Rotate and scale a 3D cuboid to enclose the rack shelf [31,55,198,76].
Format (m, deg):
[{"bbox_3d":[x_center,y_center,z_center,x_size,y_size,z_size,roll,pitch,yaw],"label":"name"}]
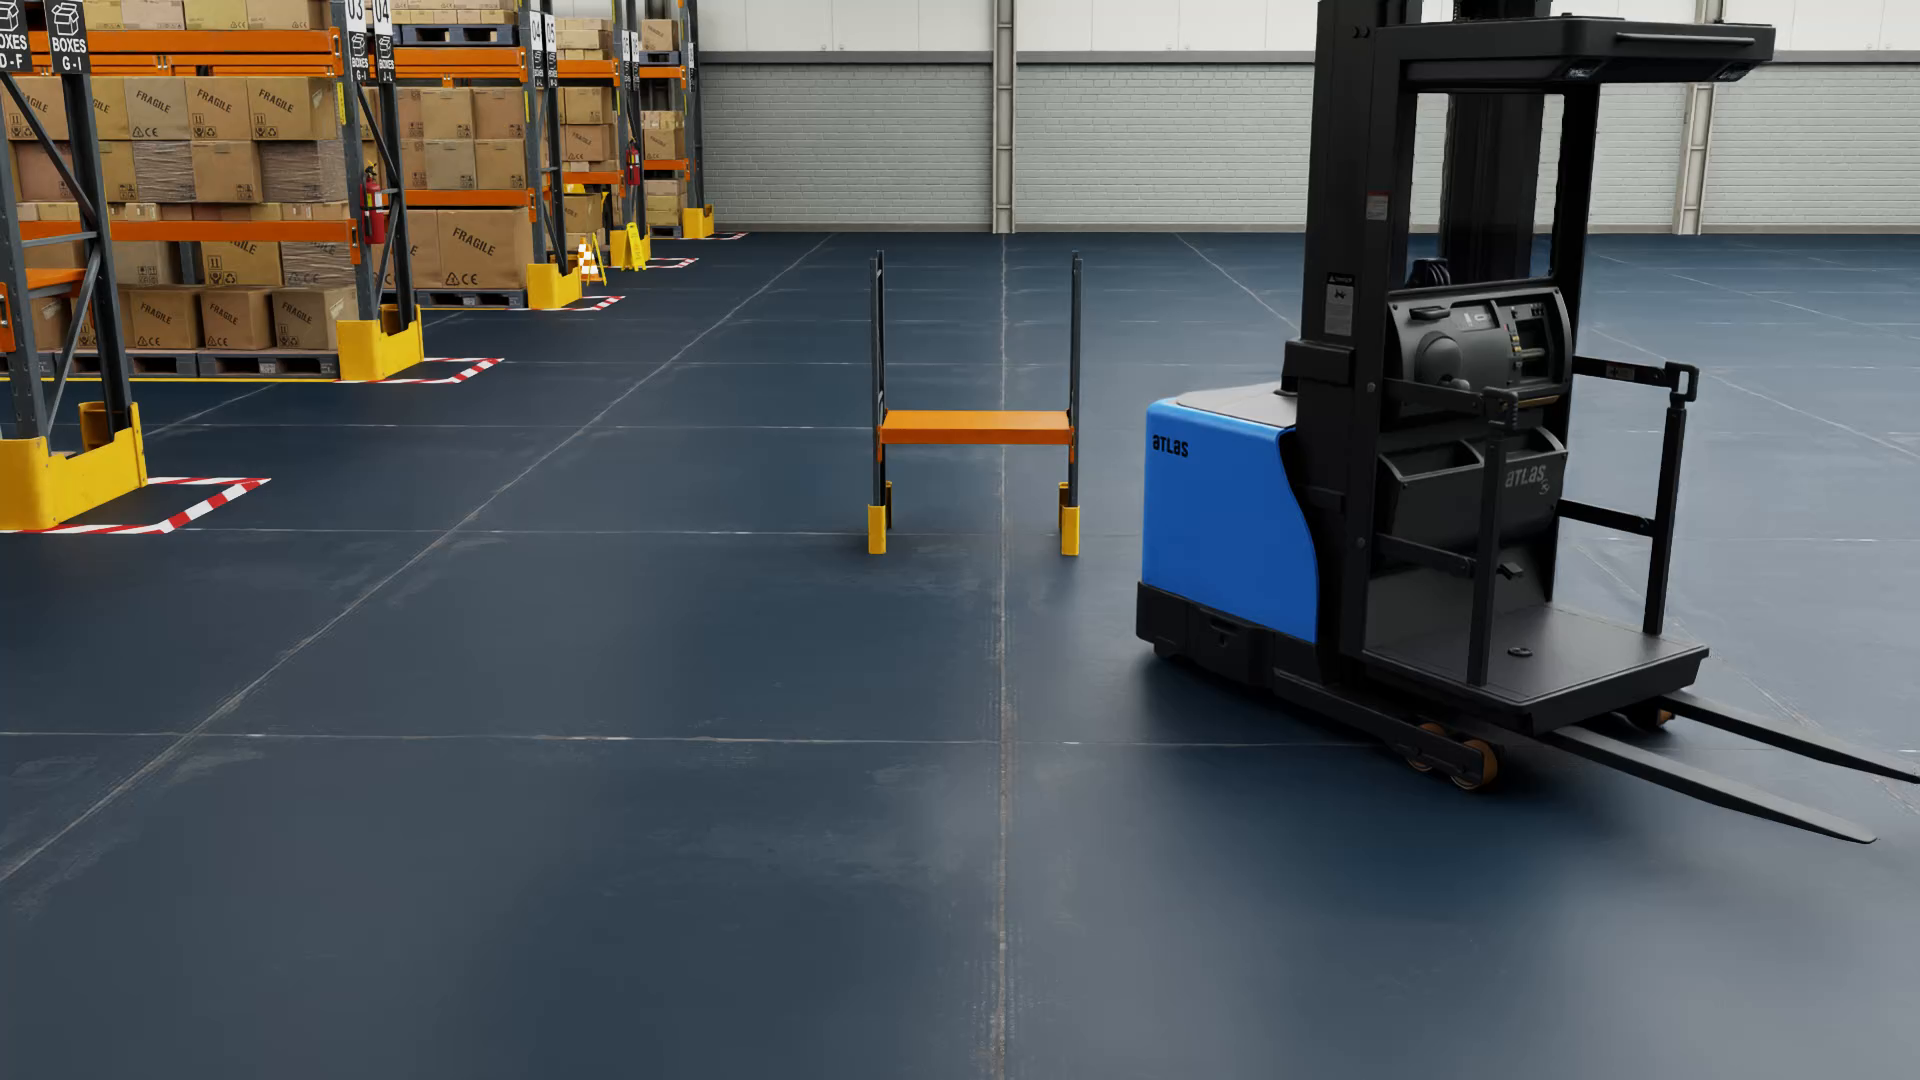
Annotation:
[{"bbox_3d":[-10.694,-5.333,18.702,4.000,0.370,1.077,0,15,1],"label":"rack shelf"}]

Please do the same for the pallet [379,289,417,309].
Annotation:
[{"bbox_3d":[-6.714,-2.836,19.177,1.213,0.211,1.003,0,15,1],"label":"pallet"}]

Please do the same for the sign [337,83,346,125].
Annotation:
[{"bbox_3d":[-4.958,-3.498,13.329,0.005,0.325,0.100,0,15,1],"label":"sign"}]

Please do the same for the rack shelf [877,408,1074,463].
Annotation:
[{"bbox_3d":[0.085,-0.551,8.692,1.000,0.185,0.538,0,15,1],"label":"rack shelf"}]

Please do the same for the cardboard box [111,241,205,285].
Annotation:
[{"bbox_3d":[-9.318,-3.313,19.105,0.750,0.750,1.050,0,15,1],"label":"cardboard box"}]

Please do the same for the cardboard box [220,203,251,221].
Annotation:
[{"bbox_3d":[-5.965,-2.750,13.877,0.250,0.149,0.380,0,15,1],"label":"cardboard box"}]

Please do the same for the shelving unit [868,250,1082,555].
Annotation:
[{"bbox_3d":[0.076,-0.725,8.647,1.083,1.500,0.587,0,15,1],"label":"shelving unit"}]

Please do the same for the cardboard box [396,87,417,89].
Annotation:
[{"bbox_3d":[-7.725,-6.089,23.298,0.500,0.500,0.700,0,15,2],"label":"cardboard box"}]

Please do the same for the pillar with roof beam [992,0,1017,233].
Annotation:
[{"bbox_3d":[0.668,-8.718,24.244,0.400,9.000,9.100,0,15,1],"label":"pillar with roof beam"}]

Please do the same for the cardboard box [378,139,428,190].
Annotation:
[{"bbox_3d":[-6.175,-4.288,18.919,0.550,0.550,0.875,0,15,1],"label":"cardboard box"}]

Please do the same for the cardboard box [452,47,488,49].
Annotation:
[{"bbox_3d":[-6.715,-6.919,23.015,0.500,0.250,0.500,1,15,2],"label":"cardboard box"}]

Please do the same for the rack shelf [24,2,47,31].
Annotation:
[{"bbox_3d":[-7.050,-2.779,9.024,4.000,0.370,1.077,0,15,1],"label":"rack shelf"}]

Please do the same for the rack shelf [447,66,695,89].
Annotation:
[{"bbox_3d":[-6.547,-7.835,28.188,4.000,0.370,1.077,0,15,1],"label":"rack shelf"}]

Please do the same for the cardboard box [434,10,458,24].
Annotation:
[{"bbox_3d":[-5.546,-5.690,18.121,0.250,0.149,0.380,1,15,2],"label":"cardboard box"}]

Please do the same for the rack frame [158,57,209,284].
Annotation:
[{"bbox_3d":[-8.695,-4.217,18.944,0.127,3.000,1.000,0,15,1],"label":"rack frame"}]

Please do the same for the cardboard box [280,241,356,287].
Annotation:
[{"bbox_3d":[-7.166,-3.366,19.059,0.875,0.875,0.875,0,15,2],"label":"cardboard box"}]

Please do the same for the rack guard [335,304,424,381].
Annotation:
[{"bbox_3d":[-5.000,-1.719,14.374,0.348,0.500,1.175,0,15,1],"label":"rack guard"}]

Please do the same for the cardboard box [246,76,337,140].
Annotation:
[{"bbox_3d":[-5.480,-3.543,13.649,0.500,0.500,0.500,0,15,1],"label":"cardboard box"}]

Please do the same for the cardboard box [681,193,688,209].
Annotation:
[{"bbox_3d":[-5.012,-5.891,28.876,0.500,0.250,0.500,1,15,2],"label":"cardboard box"}]

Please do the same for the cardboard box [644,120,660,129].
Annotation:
[{"bbox_3d":[-5.158,-7.007,28.050,0.250,0.149,0.380,1,15,2],"label":"cardboard box"}]

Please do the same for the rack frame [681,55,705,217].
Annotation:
[{"bbox_3d":[-4.548,-6.720,28.430,0.127,3.000,1.000,0,15,1],"label":"rack frame"}]

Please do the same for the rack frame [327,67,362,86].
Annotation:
[{"bbox_3d":[-8.669,-5.480,23.731,0.127,3.000,1.000,0,15,1],"label":"rack frame"}]

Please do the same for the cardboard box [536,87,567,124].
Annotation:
[{"bbox_3d":[-5.693,-6.082,23.275,0.500,0.500,0.700,1,15,2],"label":"cardboard box"}]

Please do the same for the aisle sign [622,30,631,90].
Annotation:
[{"bbox_3d":[-4.616,-6.637,23.018,0.004,0.787,0.394,0,15,1],"label":"aisle sign"}]

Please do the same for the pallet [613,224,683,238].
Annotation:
[{"bbox_3d":[-5.313,-5.366,28.764,1.213,0.211,1.003,0,15,1],"label":"pallet"}]

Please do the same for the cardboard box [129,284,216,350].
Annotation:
[{"bbox_3d":[-6.771,-1.933,14.365,0.500,0.500,0.500,2,15,7],"label":"cardboard box"}]

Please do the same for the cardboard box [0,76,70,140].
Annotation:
[{"bbox_3d":[-7.479,-3.554,13.693,0.500,0.500,0.500,0,15,1],"label":"cardboard box"}]

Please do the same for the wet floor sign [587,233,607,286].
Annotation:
[{"bbox_3d":[-4.616,-3.557,21.058,0.232,0.644,0.267,-2,15,-8],"label":"wet floor sign"}]

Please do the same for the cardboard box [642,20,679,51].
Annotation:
[{"bbox_3d":[-4.996,-8.411,27.744,0.500,0.500,0.500,1,15,3],"label":"cardboard box"}]

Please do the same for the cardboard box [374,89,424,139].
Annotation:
[{"bbox_3d":[-6.174,-4.816,18.804,0.550,0.550,0.875,0,15,1],"label":"cardboard box"}]

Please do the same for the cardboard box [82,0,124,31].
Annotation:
[{"bbox_3d":[-6.926,-4.253,13.494,0.500,0.250,0.500,0,15,0],"label":"cardboard box"}]

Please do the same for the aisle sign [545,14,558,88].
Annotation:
[{"bbox_3d":[-4.617,-5.524,18.801,0.004,0.787,0.394,0,15,1],"label":"aisle sign"}]

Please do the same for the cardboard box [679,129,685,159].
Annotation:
[{"bbox_3d":[-5.036,-6.842,28.698,0.500,0.500,0.500,1,15,3],"label":"cardboard box"}]

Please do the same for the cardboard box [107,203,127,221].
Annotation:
[{"bbox_3d":[-6.964,-2.757,13.901,0.250,0.149,0.380,0,15,1],"label":"cardboard box"}]

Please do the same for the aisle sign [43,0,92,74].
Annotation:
[{"bbox_3d":[-4.971,-2.995,9.215,0.004,0.787,0.394,0,15,1],"label":"aisle sign"}]

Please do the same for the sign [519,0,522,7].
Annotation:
[{"bbox_3d":[-4.724,-5.893,17.835,0.005,0.325,0.100,0,15,1],"label":"sign"}]

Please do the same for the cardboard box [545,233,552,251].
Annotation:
[{"bbox_3d":[-6.003,-4.270,23.709,0.500,0.250,0.500,0,15,2],"label":"cardboard box"}]

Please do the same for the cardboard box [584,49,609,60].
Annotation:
[{"bbox_3d":[-5.034,-6.714,23.020,0.250,0.149,0.380,0,15,2],"label":"cardboard box"}]

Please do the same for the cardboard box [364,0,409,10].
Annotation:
[{"bbox_3d":[-6.194,-5.903,18.145,0.500,0.250,0.500,0,15,1],"label":"cardboard box"}]

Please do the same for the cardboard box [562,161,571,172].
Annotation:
[{"bbox_3d":[-5.562,-5.261,23.392,0.250,0.149,0.380,0,15,0],"label":"cardboard box"}]

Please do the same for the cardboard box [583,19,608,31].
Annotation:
[{"bbox_3d":[-5.016,-7.095,22.903,0.250,0.149,0.380,1,15,2],"label":"cardboard box"}]

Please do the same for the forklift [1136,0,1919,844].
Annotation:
[{"bbox_3d":[1.991,-0.710,5.785,1.130,2.935,3.031,-10,18,-33],"label":"forklift"}]

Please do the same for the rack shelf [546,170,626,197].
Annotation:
[{"bbox_3d":[-6.670,-5.119,23.773,4.000,0.370,1.077,0,15,1],"label":"rack shelf"}]

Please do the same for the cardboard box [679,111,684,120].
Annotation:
[{"bbox_3d":[-4.878,-7.282,28.511,0.250,0.149,0.380,0,15,0],"label":"cardboard box"}]

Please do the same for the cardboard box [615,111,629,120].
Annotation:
[{"bbox_3d":[-5.668,-7.183,28.136,0.250,0.149,0.380,0,15,2],"label":"cardboard box"}]

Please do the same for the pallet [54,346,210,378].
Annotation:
[{"bbox_3d":[-7.027,-1.602,14.498,1.213,0.211,1.003,0,15,1],"label":"pallet"}]

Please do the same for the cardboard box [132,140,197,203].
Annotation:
[{"bbox_3d":[-6.474,-3.116,13.993,0.500,0.500,0.875,0,15,1],"label":"cardboard box"}]

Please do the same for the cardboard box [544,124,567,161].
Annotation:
[{"bbox_3d":[-5.721,-5.584,23.345,0.500,0.500,0.500,0,15,2],"label":"cardboard box"}]

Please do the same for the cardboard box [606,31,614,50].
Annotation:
[{"bbox_3d":[-5.166,-7.047,23.500,0.500,0.250,0.500,0,15,0],"label":"cardboard box"}]
